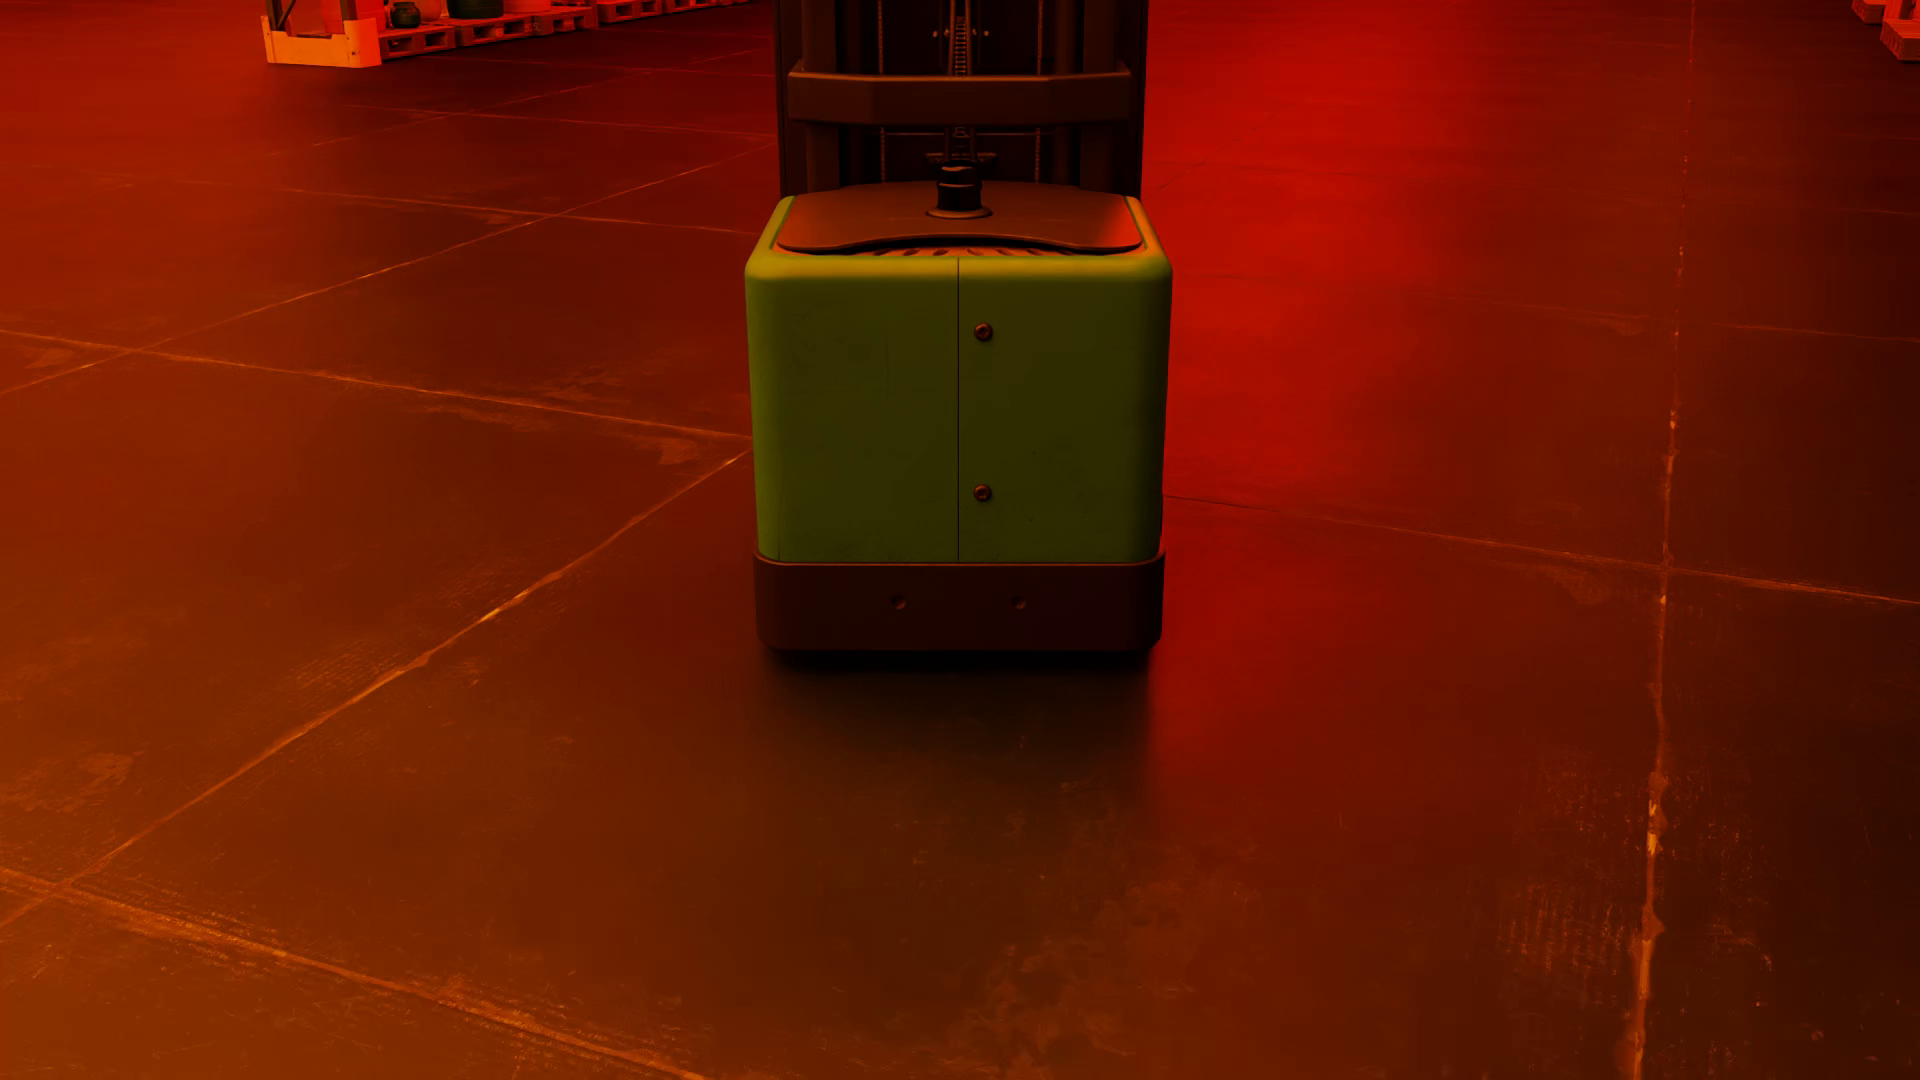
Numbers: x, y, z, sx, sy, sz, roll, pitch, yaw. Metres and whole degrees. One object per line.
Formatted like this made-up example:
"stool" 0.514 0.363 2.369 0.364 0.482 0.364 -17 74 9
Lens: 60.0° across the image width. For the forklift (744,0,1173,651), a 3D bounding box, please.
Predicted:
"forklift" 0.002 -1.587 5.089 1.130 2.935 3.031 0 23 0
